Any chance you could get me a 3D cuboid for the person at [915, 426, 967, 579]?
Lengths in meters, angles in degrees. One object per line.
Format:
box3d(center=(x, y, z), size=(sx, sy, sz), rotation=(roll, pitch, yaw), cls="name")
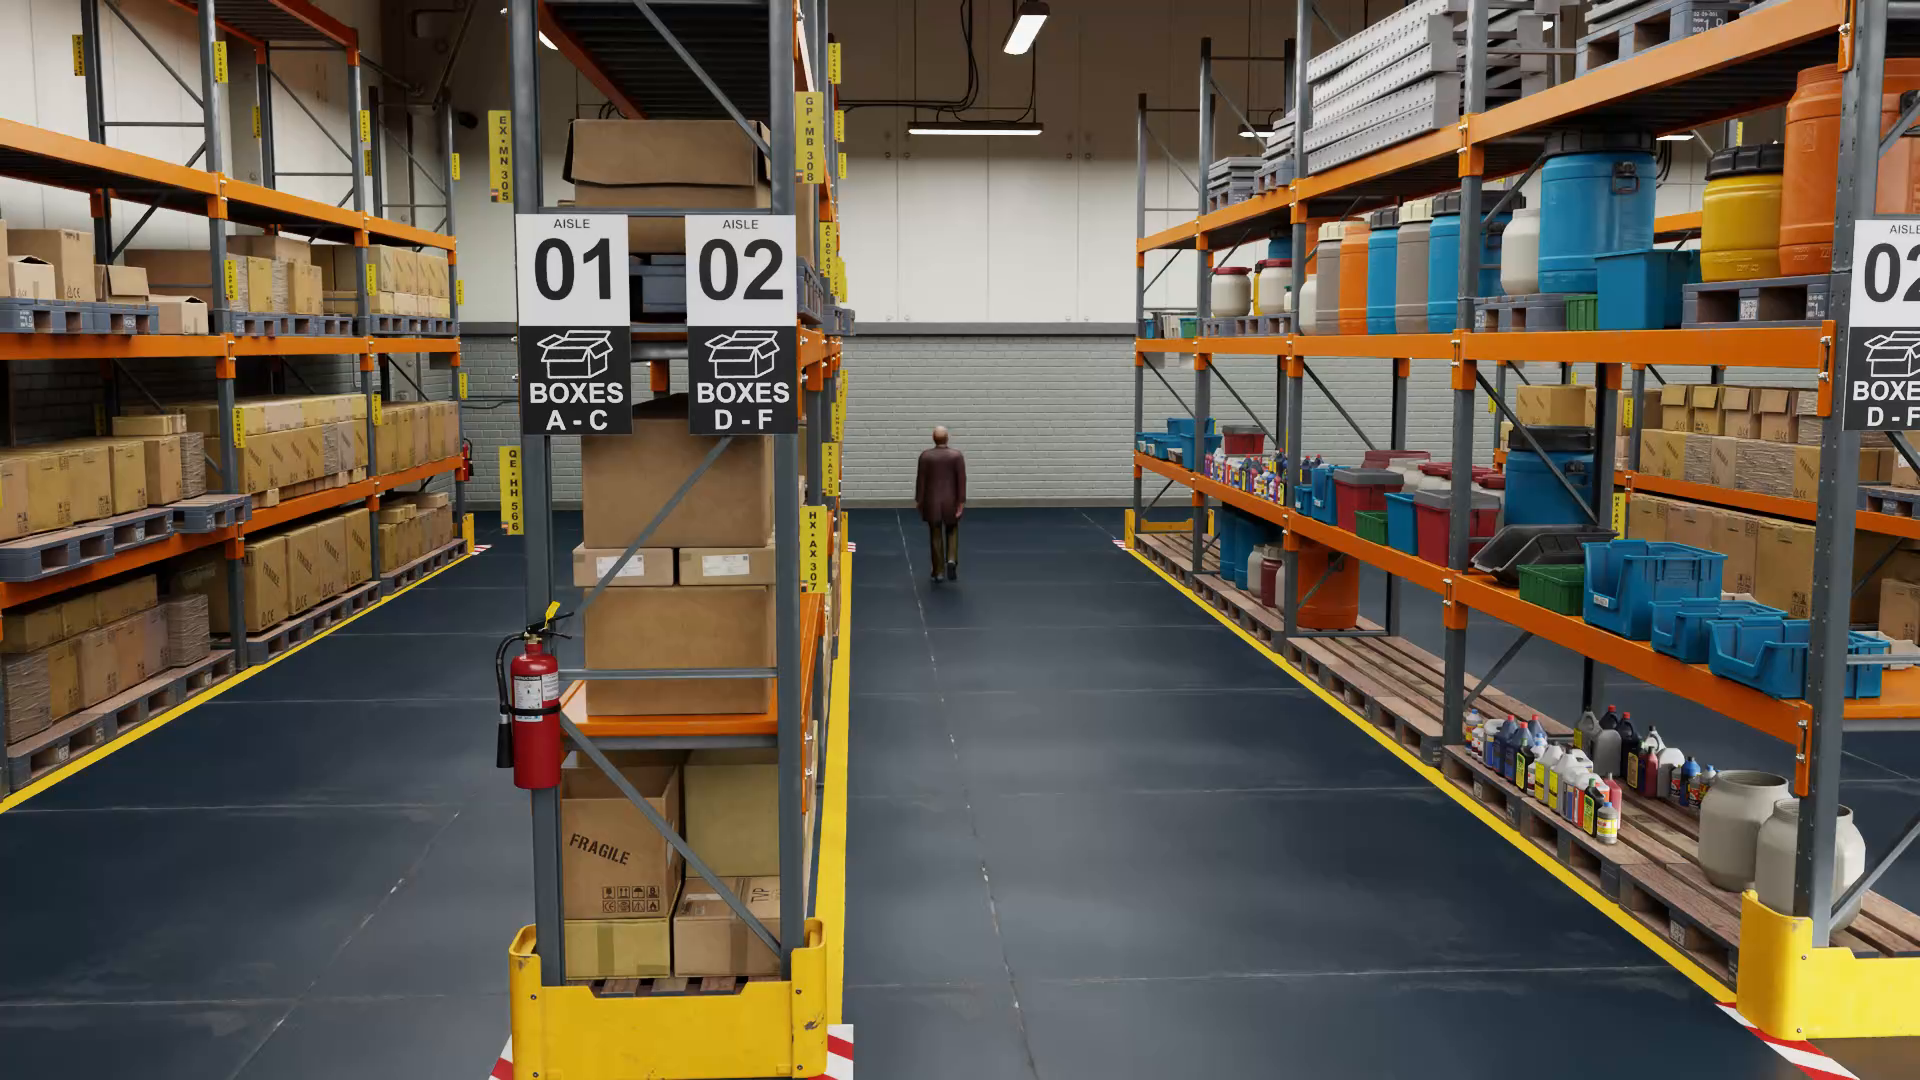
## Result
box3d(center=(-0.228, -0.415, 19.312), size=(0.581, 1.822, 0.500), rotation=(-1, 7, -7), cls="person")
